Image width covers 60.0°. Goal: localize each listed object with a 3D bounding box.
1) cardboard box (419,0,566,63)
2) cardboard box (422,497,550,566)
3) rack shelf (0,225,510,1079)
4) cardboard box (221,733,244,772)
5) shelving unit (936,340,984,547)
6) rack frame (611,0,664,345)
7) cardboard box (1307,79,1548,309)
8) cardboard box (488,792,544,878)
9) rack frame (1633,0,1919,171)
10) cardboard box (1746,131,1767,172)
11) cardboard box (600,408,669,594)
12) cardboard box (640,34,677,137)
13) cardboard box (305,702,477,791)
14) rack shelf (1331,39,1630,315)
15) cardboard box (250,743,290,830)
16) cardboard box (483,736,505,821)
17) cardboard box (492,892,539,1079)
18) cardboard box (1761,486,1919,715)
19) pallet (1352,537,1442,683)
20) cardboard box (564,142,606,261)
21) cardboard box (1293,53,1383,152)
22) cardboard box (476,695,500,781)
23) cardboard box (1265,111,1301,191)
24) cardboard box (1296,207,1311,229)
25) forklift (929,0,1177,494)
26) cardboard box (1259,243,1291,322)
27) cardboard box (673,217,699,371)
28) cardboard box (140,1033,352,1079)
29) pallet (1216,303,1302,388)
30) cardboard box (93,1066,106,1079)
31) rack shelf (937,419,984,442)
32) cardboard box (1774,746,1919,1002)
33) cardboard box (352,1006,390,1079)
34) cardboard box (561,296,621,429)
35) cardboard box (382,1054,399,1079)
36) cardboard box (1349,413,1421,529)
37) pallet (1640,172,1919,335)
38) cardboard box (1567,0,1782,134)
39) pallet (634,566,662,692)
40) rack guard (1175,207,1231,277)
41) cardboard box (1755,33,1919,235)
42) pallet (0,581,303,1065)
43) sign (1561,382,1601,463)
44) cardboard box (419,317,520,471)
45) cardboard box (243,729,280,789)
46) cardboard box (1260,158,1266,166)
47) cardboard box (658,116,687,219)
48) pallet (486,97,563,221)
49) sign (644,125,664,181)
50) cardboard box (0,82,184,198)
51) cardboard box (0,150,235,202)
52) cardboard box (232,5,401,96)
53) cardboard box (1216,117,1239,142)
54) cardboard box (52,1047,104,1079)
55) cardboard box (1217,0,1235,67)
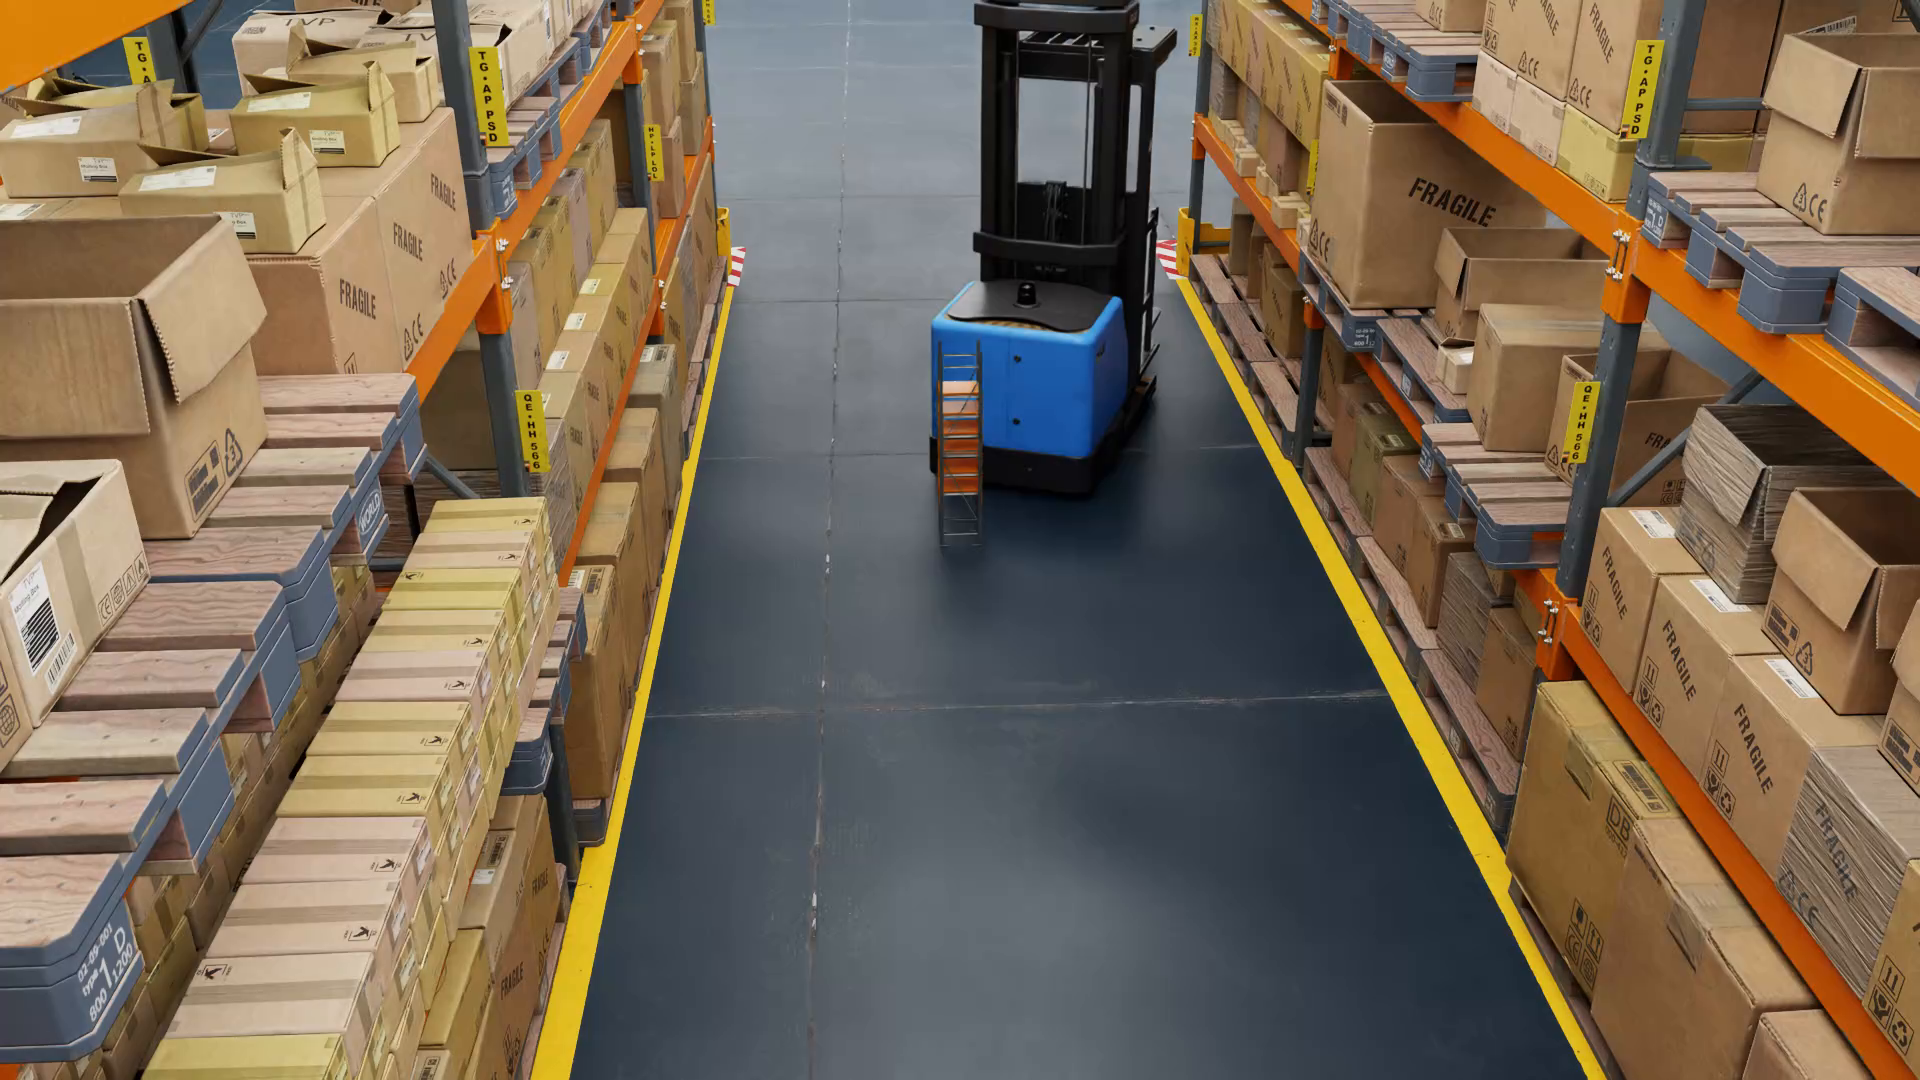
[{"bbox_3d":[-1.981,-2.230,7.072,0.500,0.311,0.500,-2,28,-4],"label":"cardboard box"},{"bbox_3d":[-1.626,-0.024,5.726,0.380,0.149,0.250,-2,28,-5],"label":"cardboard box"},{"bbox_3d":[-2.005,0.012,4.017,1.077,0.370,4.000,-1,28,-3],"label":"rack shelf"},{"bbox_3d":[-2.209,0.586,4.557,0.380,0.149,0.250,-1,28,-1],"label":"cardboard box"},{"bbox_3d":[-0.001,-0.539,9.485,0.258,1.200,0.189,-1,28,-3],"label":"shelving unit"},{"bbox_3d":[-2.318,-1.748,9.857,1.000,3.000,0.127,-1,28,-3],"label":"rack frame"},{"bbox_3d":[2.542,-1.903,9.052,1.000,1.000,1.000,-1,28,-2],"label":"cardboard box"},{"bbox_3d":[-1.812,0.999,6.030,0.500,0.250,0.500,-2,28,-4],"label":"cardboard box"},{"bbox_3d":[2.849,-2.633,5.068,1.000,3.000,0.127,-1,28,-3],"label":"rack frame"},{"bbox_3d":[3.079,-1.460,6.225,0.500,0.250,0.500,-1,28,-2],"label":"cardboard box"},{"bbox_3d":[-2.150,-0.206,8.881,1.050,0.750,0.750,-1,28,-3],"label":"cardboard box"},{"bbox_3d":[-2.339,-2.968,10.867,0.875,0.550,0.550,-1,28,-3],"label":"cardboard box"},{"bbox_3d":[-1.561,0.573,4.581,0.380,0.149,0.250,0,28,0],"label":"cardboard box"},{"bbox_3d":[2.744,-1.908,7.699,1.077,0.370,4.000,-1,28,-3],"label":"rack shelf"},{"bbox_3d":[-2.227,0.732,4.920,0.380,0.149,0.250,-1,28,-1],"label":"cardboard box"},{"bbox_3d":[-1.575,0.714,4.954,0.380,0.149,0.250,-3,28,-5],"label":"cardboard box"},{"bbox_3d":[-1.791,1.559,5.766,0.500,0.500,0.500,0,28,-1],"label":"cardboard box"},{"bbox_3d":[2.902,0.176,4.975,0.797,0.503,0.637,-1,28,-1],"label":"cardboard box"},{"bbox_3d":[2.749,0.340,8.870,1.003,0.211,1.213,-1,28,-3],"label":"pallet"},{"bbox_3d":[-2.258,-1.769,8.708,0.700,0.500,0.500,-2,28,-3],"label":"cardboard box"},{"bbox_3d":[2.342,-2.641,10.060,0.500,0.500,0.500,-1,28,-3],"label":"cardboard box"},{"bbox_3d":[-1.574,0.585,4.880,0.380,0.149,0.250,-2,28,-3],"label":"cardboard box"},{"bbox_3d":[2.561,-2.667,11.189,0.875,0.500,0.500,-1,28,-3],"label":"cardboard box"},{"bbox_3d":[2.379,-2.034,10.678,0.380,0.149,0.250,-1,28,-3],"label":"cardboard box"},{"bbox_3d":[0.742,-2.244,10.883,1.130,2.935,3.031,8,29,16],"label":"forklift"},{"bbox_3d":[2.526,-1.892,12.383,0.500,0.500,0.500,1,28,2],"label":"cardboard box"},{"bbox_3d":[-2.332,-1.700,11.610,0.875,0.875,0.875,-1,28,-2],"label":"cardboard box"},{"bbox_3d":[-1.493,1.168,3.441,0.380,0.149,0.250,-1,28,-2],"label":"cardboard box"},{"bbox_3d":[2.503,-1.458,12.318,1.003,0.211,1.213,-1,28,-3],"label":"pallet"},{"bbox_3d":[-2.157,1.343,3.750,0.380,0.149,0.250,-3,28,-5],"label":"cardboard box"},{"bbox_3d":[-0.001,-0.606,9.450,0.258,0.103,0.180,-1,28,-3],"label":"rack shelf"},{"bbox_3d":[2.686,0.919,4.637,0.500,0.500,0.500,-1,28,-2],"label":"cardboard box"},{"bbox_3d":[-1.506,1.188,3.724,0.380,0.149,0.250,-3,28,-5],"label":"cardboard box"},{"bbox_3d":[-1.943,-0.856,8.040,0.500,0.500,0.500,-2,28,-3],"label":"cardboard box"},{"bbox_3d":[-1.503,1.320,3.794,0.380,0.149,0.250,-1,28,-2],"label":"cardboard box"},{"bbox_3d":[2.657,-0.403,9.506,0.700,0.500,0.500,-2,28,-3],"label":"cardboard box"},{"bbox_3d":[2.935,-0.924,5.238,1.213,0.211,1.003,0,28,0],"label":"pallet"},{"bbox_3d":[2.574,-1.784,6.034,0.500,0.500,0.500,-1,28,-1],"label":"cardboard box"},{"bbox_3d":[-2.136,0.408,8.739,1.003,0.211,1.213,-1,28,-3],"label":"pallet"},{"bbox_3d":[2.435,-2.525,14.050,1.175,0.500,0.348,-1,28,-3],"label":"rack guard"},{"bbox_3d":[2.953,-1.256,5.104,0.797,0.503,0.637,0,28,0],"label":"cardboard box"},{"bbox_3d":[-1.827,0.412,2.675,1.213,0.211,1.003,-1,28,-3],"label":"pallet"},{"bbox_3d":[2.307,-0.434,6.173,0.100,0.325,0.005,-1,28,-3],"label":"sign"},{"bbox_3d":[-2.123,-0.596,6.459,0.700,0.500,0.500,-2,28,-3],"label":"cardboard box"},{"bbox_3d":[-2.226,0.601,4.850,0.380,0.149,0.250,-1,28,-3],"label":"cardboard box"},{"bbox_3d":[2.335,-2.612,11.786,0.380,0.149,0.250,-1,28,-3],"label":"cardboard box"},{"bbox_3d":[-2.312,-2.490,11.118,0.875,0.550,0.550,-1,28,-3],"label":"cardboard box"},{"bbox_3d":[-2.196,-1.443,6.233,1.213,0.211,1.003,0,28,0],"label":"pallet"},{"bbox_3d":[-1.777,-2.244,9.642,0.100,0.325,0.005,-1,28,-3],"label":"sign"},{"bbox_3d":[-2.284,-1.066,4.370,0.396,0.266,0.258,-1,28,-3],"label":"cardboard box"},{"bbox_3d":[-2.312,-0.774,4.638,0.500,0.500,0.500,-1,28,-3],"label":"cardboard box"},{"bbox_3d":[-2.464,-1.897,6.434,0.500,0.311,0.500,-1,28,-3],"label":"cardboard box"},{"bbox_3d":[2.200,-3.188,12.890,0.380,0.149,0.250,-1,28,-3],"label":"cardboard box"},{"bbox_3d":[-2.162,1.199,3.704,0.380,0.149,0.250,-2,28,-4],"label":"cardboard box"},{"bbox_3d":[2.207,-3.796,12.273,0.500,0.500,0.500,-1,28,-3],"label":"cardboard box"}]
